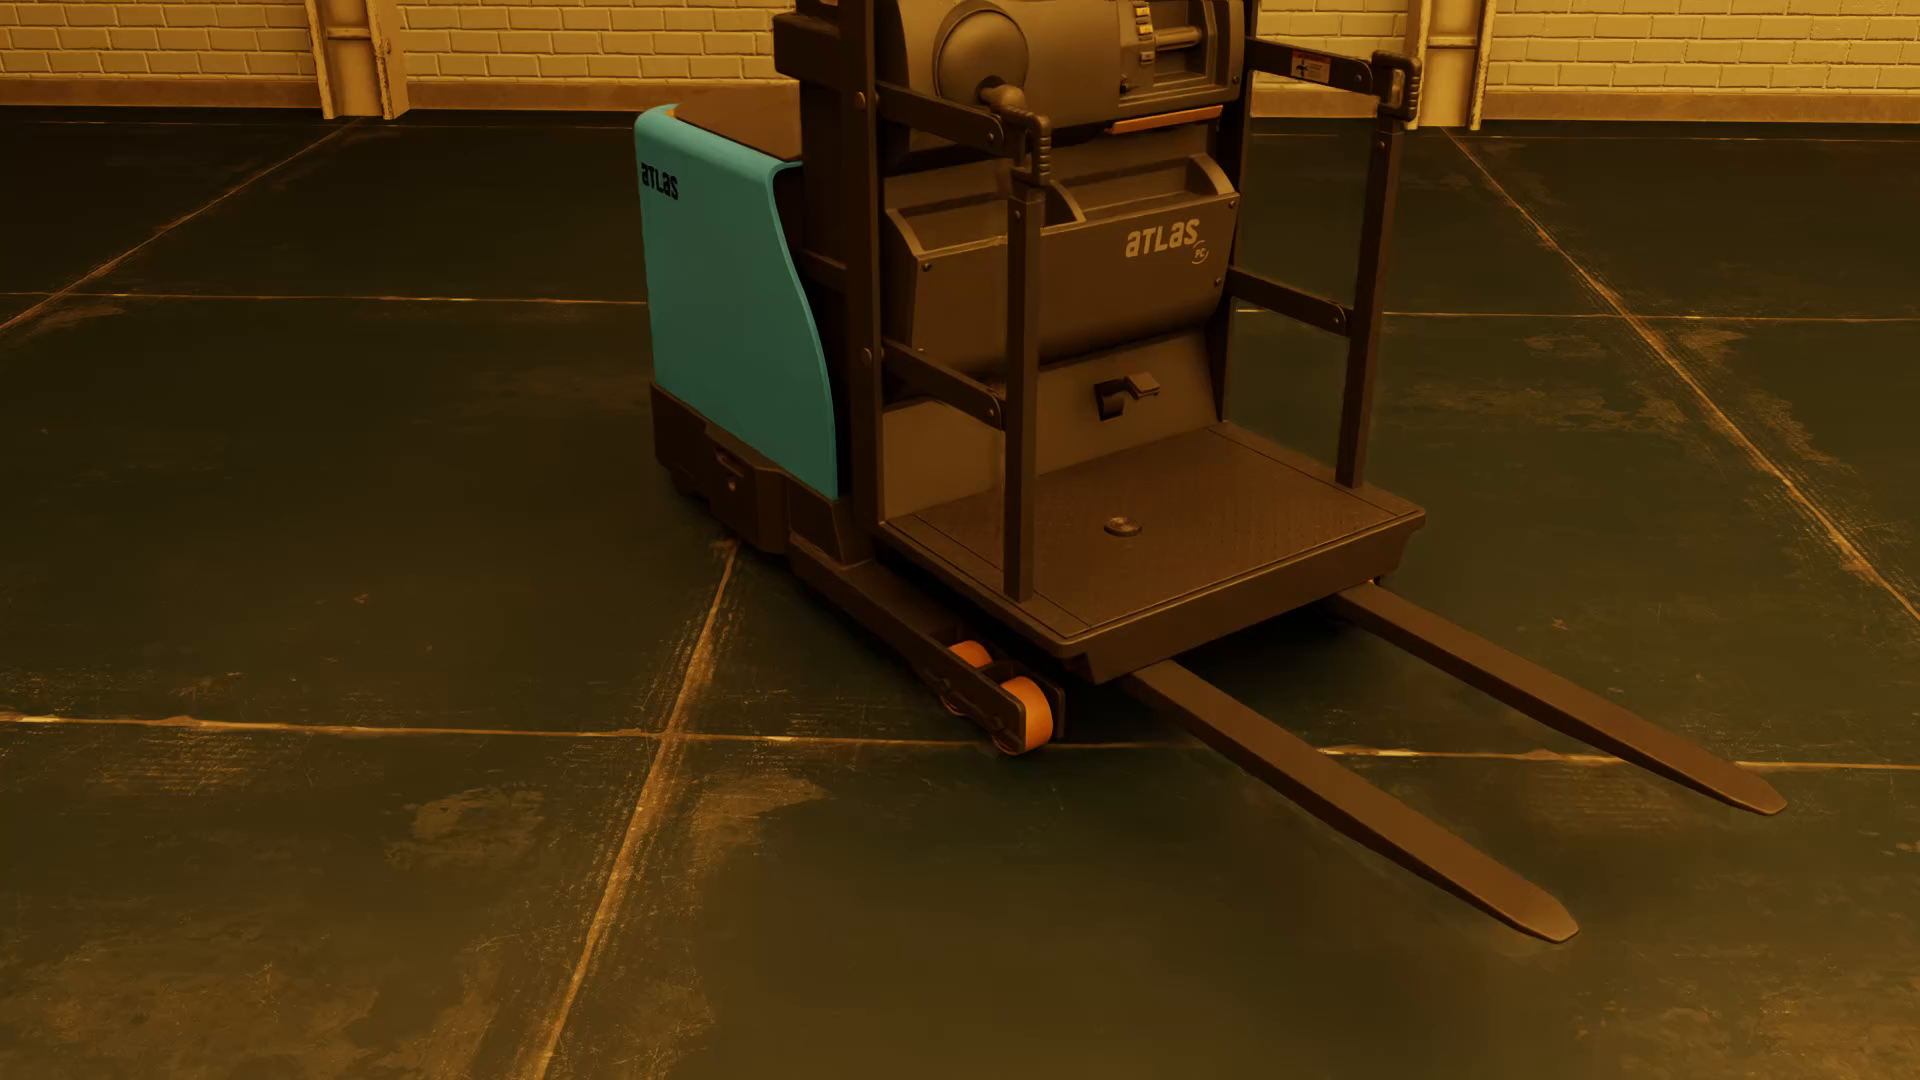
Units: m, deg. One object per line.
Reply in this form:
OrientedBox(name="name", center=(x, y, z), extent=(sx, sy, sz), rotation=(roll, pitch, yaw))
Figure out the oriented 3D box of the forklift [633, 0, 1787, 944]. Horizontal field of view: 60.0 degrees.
OrientedBox(name="forklift", center=(0.371, -1.095, 3.427), extent=(1.130, 2.935, 3.031), rotation=(-17, 31, -31))
